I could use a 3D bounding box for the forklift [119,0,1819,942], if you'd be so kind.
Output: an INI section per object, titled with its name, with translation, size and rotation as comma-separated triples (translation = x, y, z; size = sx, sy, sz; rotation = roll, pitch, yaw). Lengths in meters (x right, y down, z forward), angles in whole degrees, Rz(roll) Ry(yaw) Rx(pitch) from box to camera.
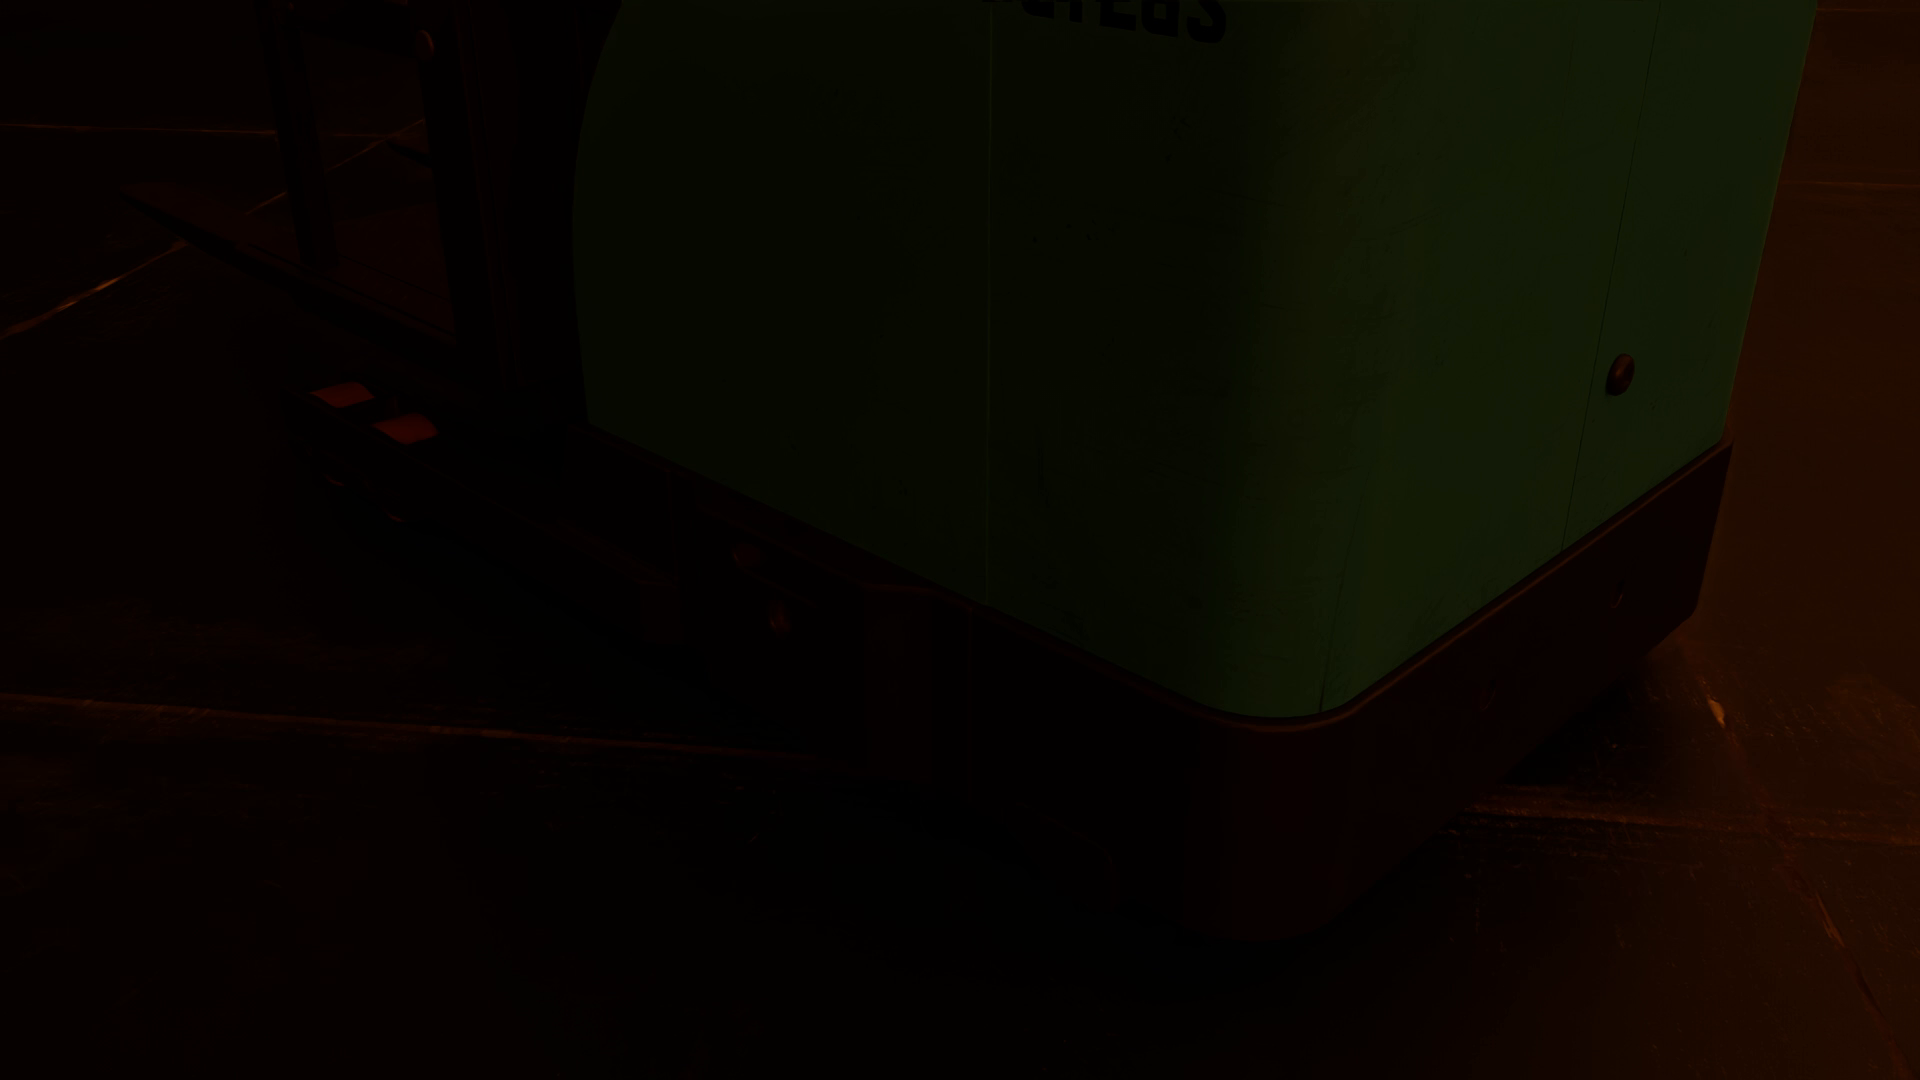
[forklift]
translation = -0.439, -1.485, 2.193
size = 3.031, 2.935, 1.130
rotation = 23, 35, 39
